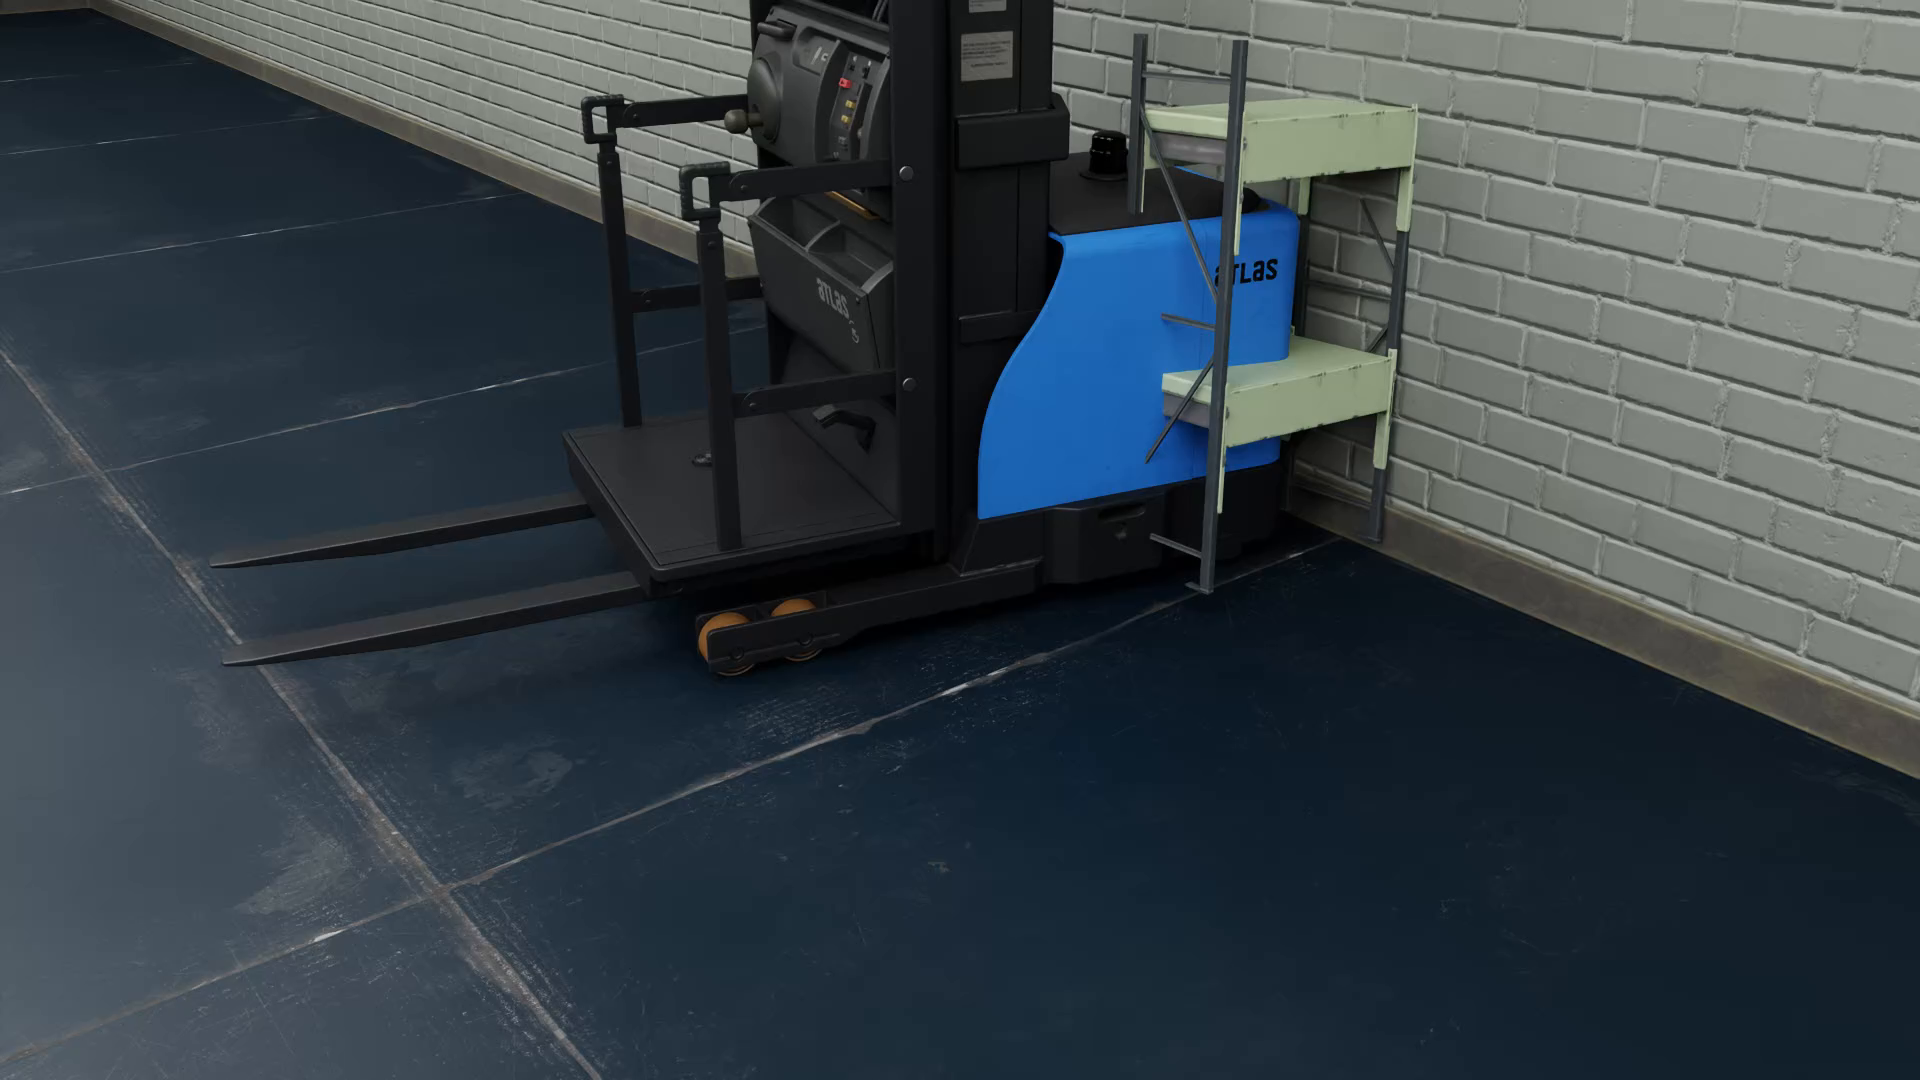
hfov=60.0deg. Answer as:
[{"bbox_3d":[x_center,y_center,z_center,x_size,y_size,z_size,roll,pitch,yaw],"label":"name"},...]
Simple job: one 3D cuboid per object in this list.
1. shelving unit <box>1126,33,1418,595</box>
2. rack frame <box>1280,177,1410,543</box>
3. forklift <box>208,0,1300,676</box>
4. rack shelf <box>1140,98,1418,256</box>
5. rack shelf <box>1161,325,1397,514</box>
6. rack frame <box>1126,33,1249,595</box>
[{"bbox_3d":[0.882,-0.680,4.804,0.755,1.500,0.431,-14,24,-35],"label":"shelving unit"},{"bbox_3d":[1.172,-0.752,5.015,0.023,1.500,0.400,-14,24,-35],"label":"rack frame"},{"bbox_3d":[-0.571,-1.218,4.393,3.031,2.935,1.130,-11,27,-22],"label":"forklift"},{"bbox_3d":[0.886,-1.048,4.673,0.720,0.370,0.431,-14,24,-35],"label":"rack shelf"},{"bbox_3d":[0.879,-0.373,4.914,0.720,0.370,0.431,-14,24,-35],"label":"rack shelf"},{"bbox_3d":[0.592,-0.608,4.593,0.023,1.500,0.400,-14,24,-35],"label":"rack frame"}]
